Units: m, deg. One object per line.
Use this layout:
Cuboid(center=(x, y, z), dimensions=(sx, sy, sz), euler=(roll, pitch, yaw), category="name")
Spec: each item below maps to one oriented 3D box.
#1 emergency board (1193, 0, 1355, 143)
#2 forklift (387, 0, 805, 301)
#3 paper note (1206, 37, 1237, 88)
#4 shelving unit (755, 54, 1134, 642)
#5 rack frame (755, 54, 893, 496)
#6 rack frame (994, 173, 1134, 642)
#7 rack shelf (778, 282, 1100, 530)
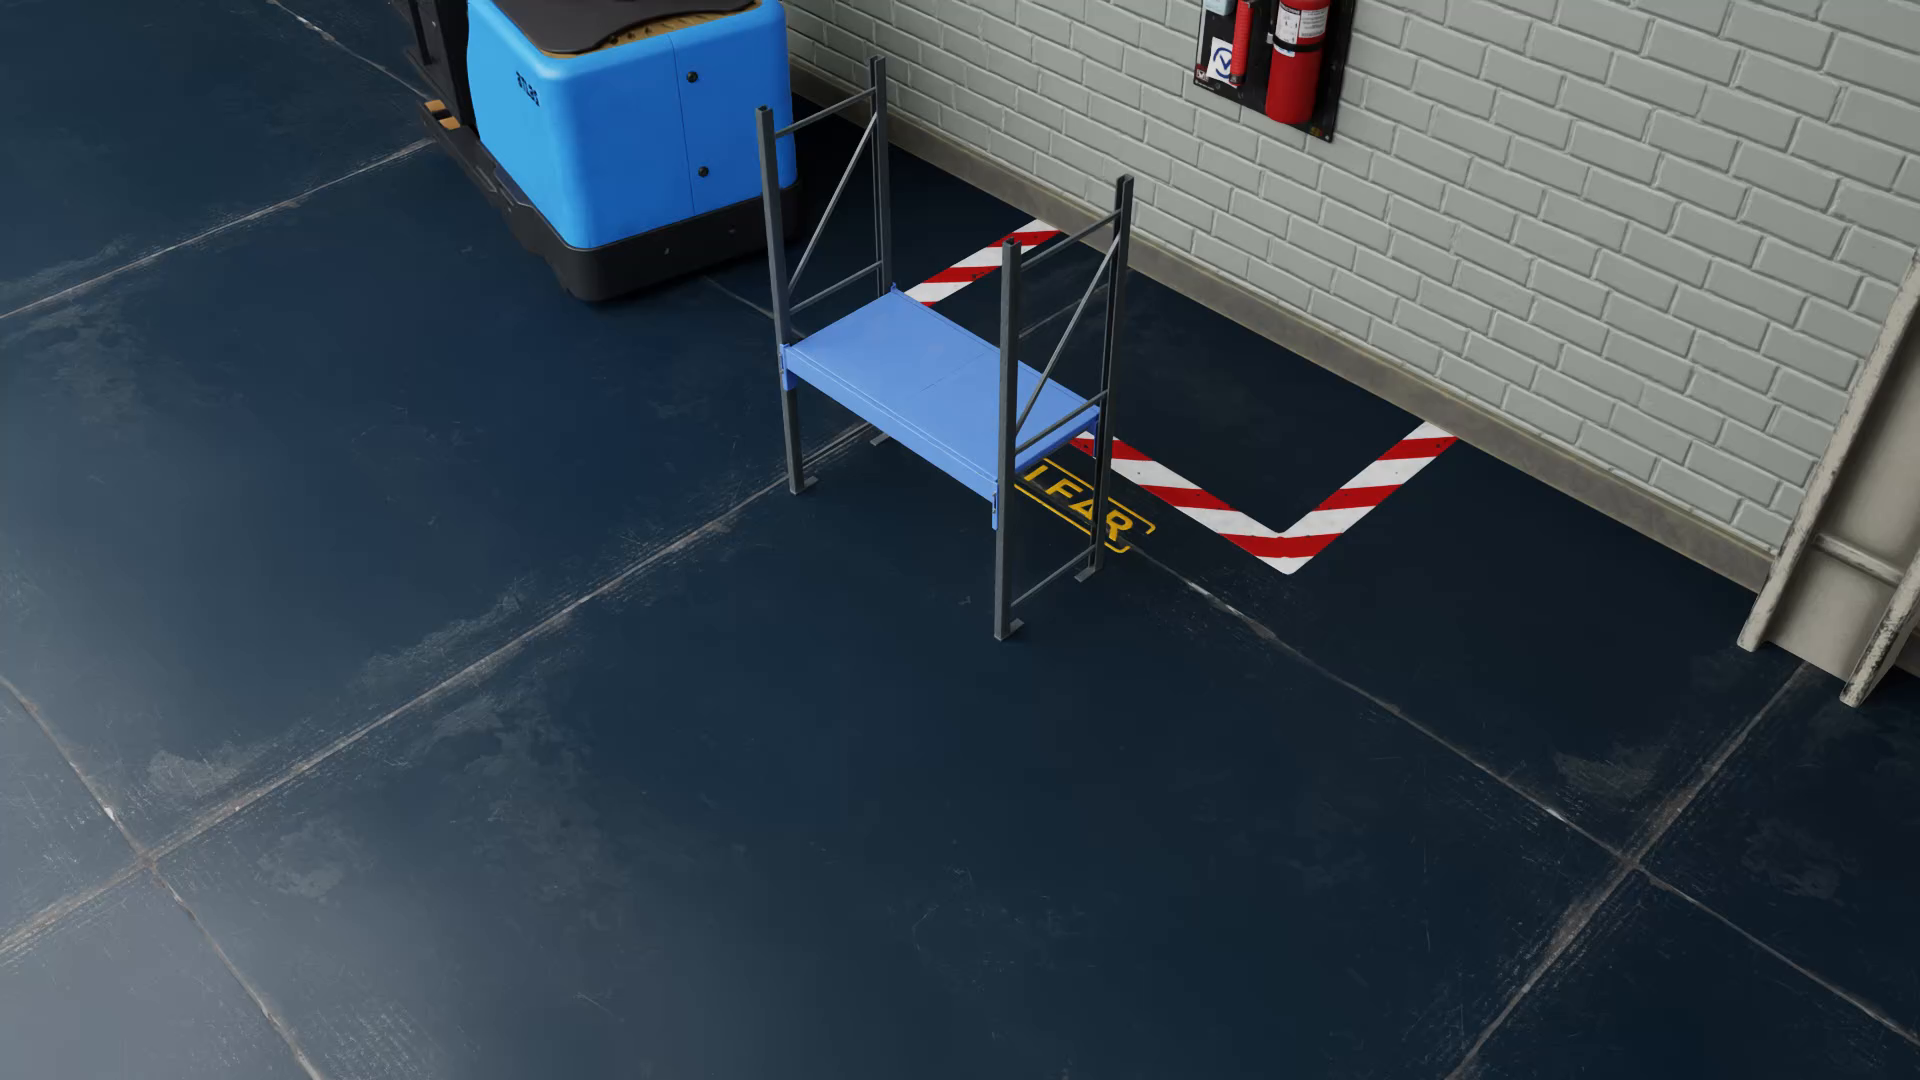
Cuboid(center=(1.044, -1.950, 5.650), dimensions=(0.194, 1.169, 0.643), euler=(-34, 53, -31), category="emergency board")
Cuboid(center=(-1.874, -3.013, 6.851), dimensions=(1.130, 2.935, 3.031), euler=(-23, 48, -23), category="forklift")
Cuboid(center=(0.967, -1.745, 6.077), dimensions=(0.016, 0.148, 0.142), euler=(-34, 53, -31), category="paper note")
Cuboid(center=(-0.060, -0.592, 5.285), dimensions=(0.538, 1.500, 1.048), euler=(-34, 53, -31), category="shelving unit")
Cuboid(center=(-0.419, -0.836, 5.550), dimensions=(0.500, 1.500, 0.032), euler=(-34, 53, -31), category="rack frame")
Cuboid(center=(0.299, -0.348, 5.021), dimensions=(0.500, 1.500, 0.032), euler=(-34, 53, -31), category="rack frame")
Cuboid(center=(-0.060, -0.460, 5.407), dimensions=(0.538, 0.185, 1.000), euler=(-34, 53, -31), category="rack shelf")
